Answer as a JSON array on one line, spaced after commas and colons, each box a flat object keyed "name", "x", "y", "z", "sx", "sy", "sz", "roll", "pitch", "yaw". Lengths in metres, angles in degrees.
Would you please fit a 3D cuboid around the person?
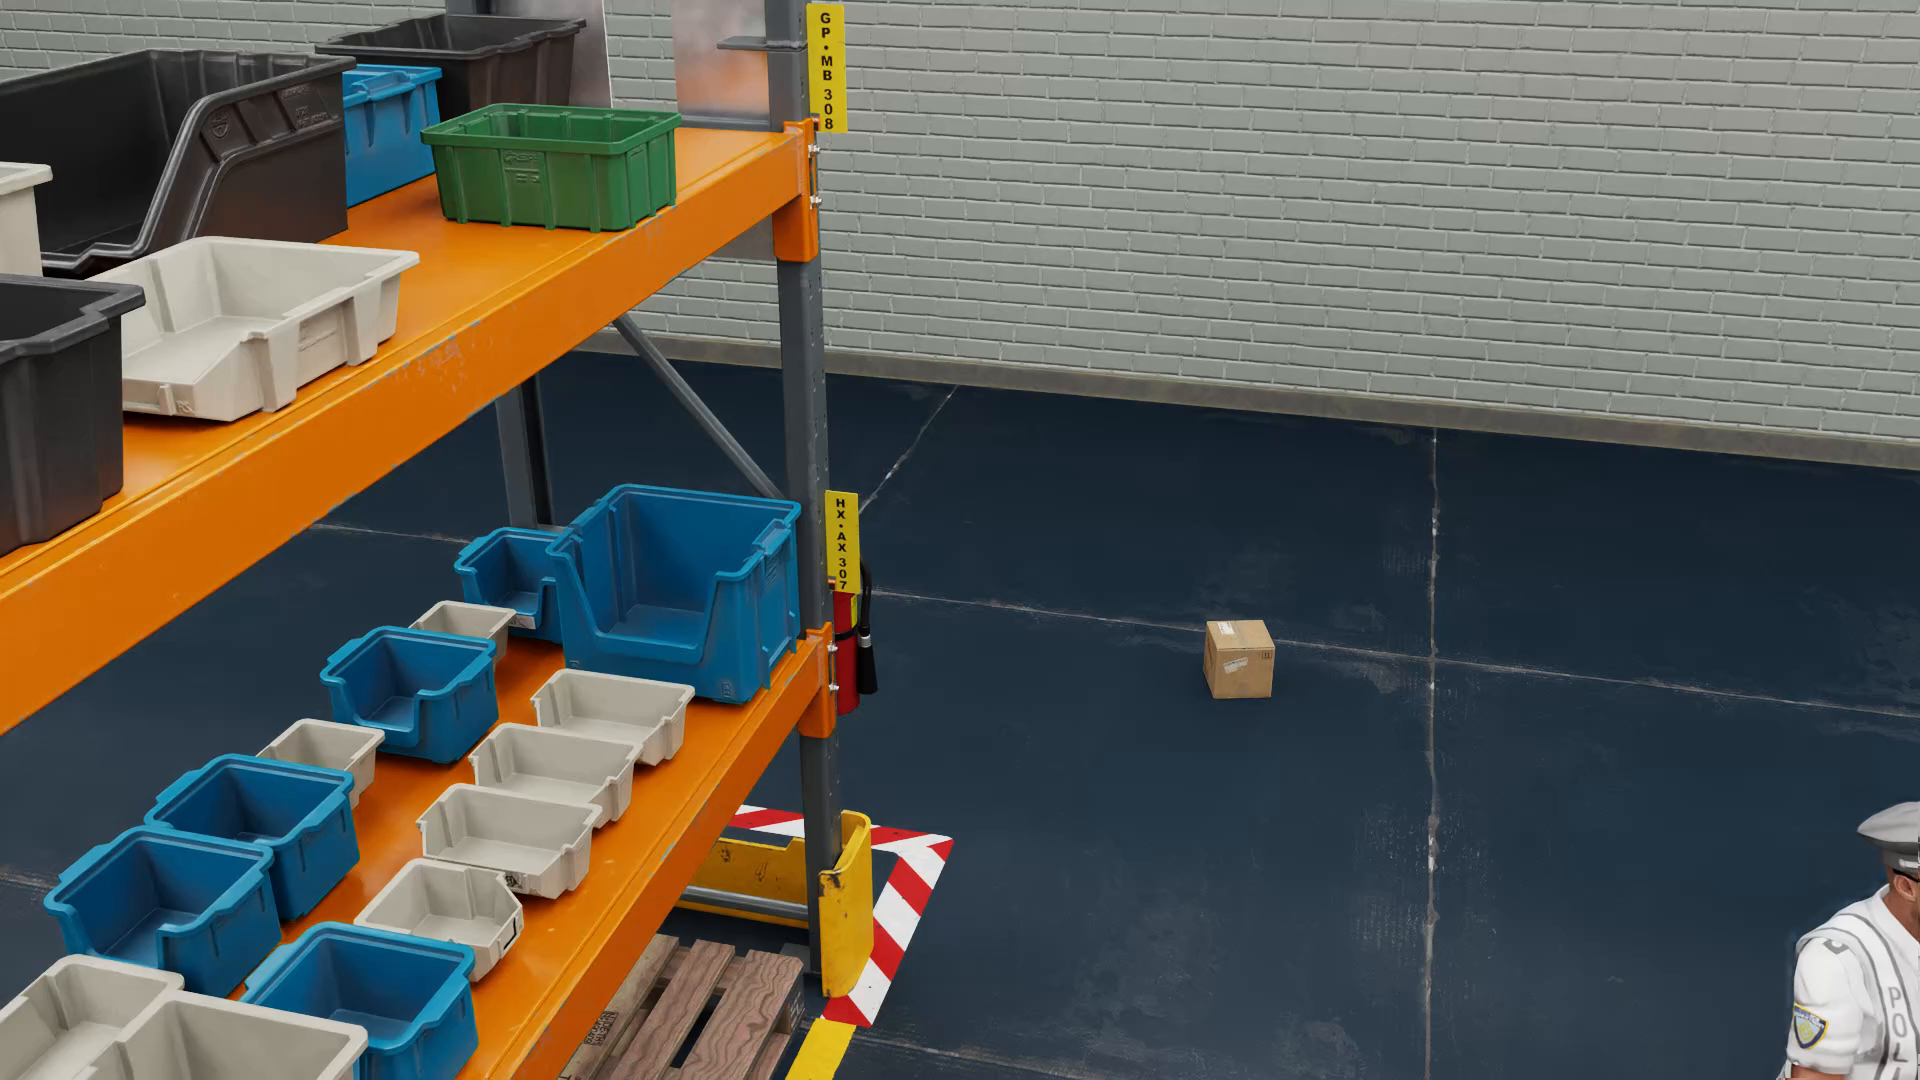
[{"name": "person", "x": 2.049, "y": 1.390, "z": 3.596, "sx": 0.538, "sy": 1.728, "sz": 0.920, "roll": -6, "pitch": 26, "yaw": -13}]
